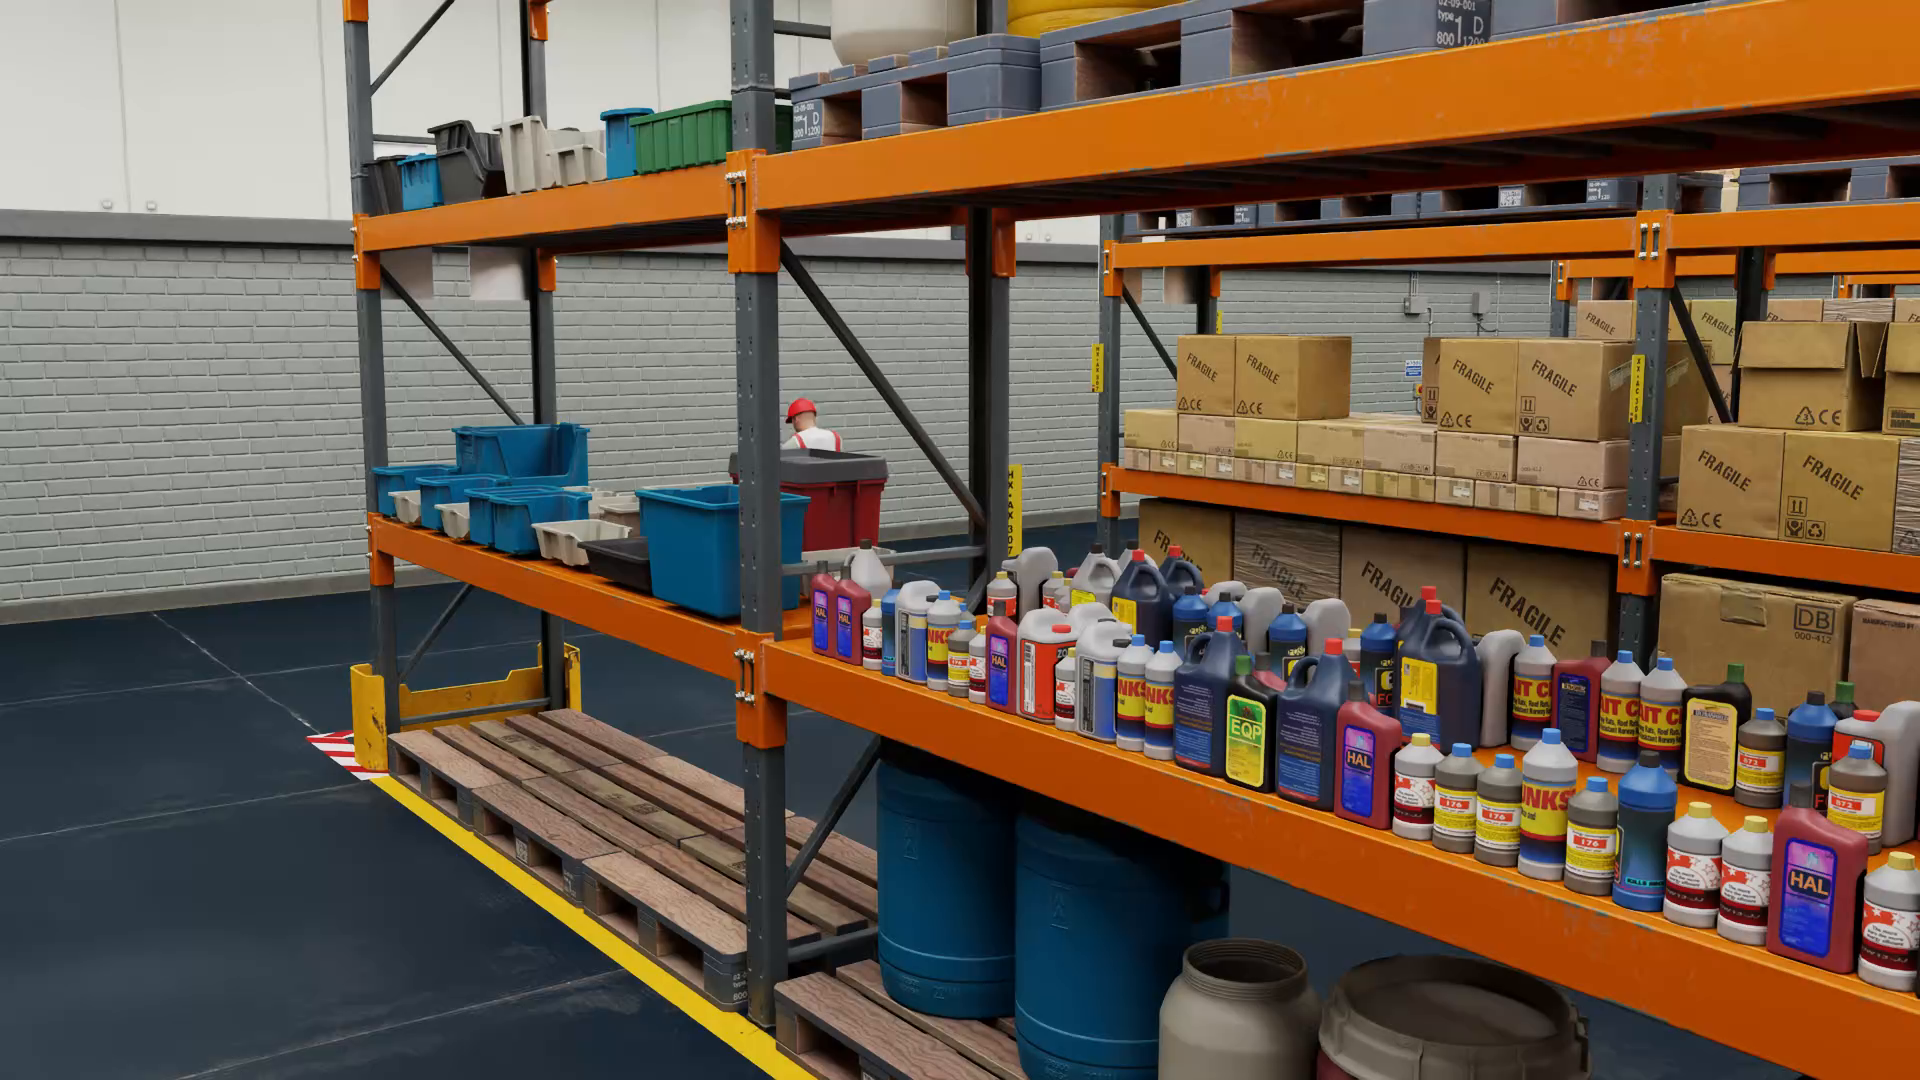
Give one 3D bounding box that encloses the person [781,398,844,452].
[{"bbox_3d":[-1.112,-0.182,12.310,0.547,1.724,0.477,-5,9,-34],"label":"person"}]
